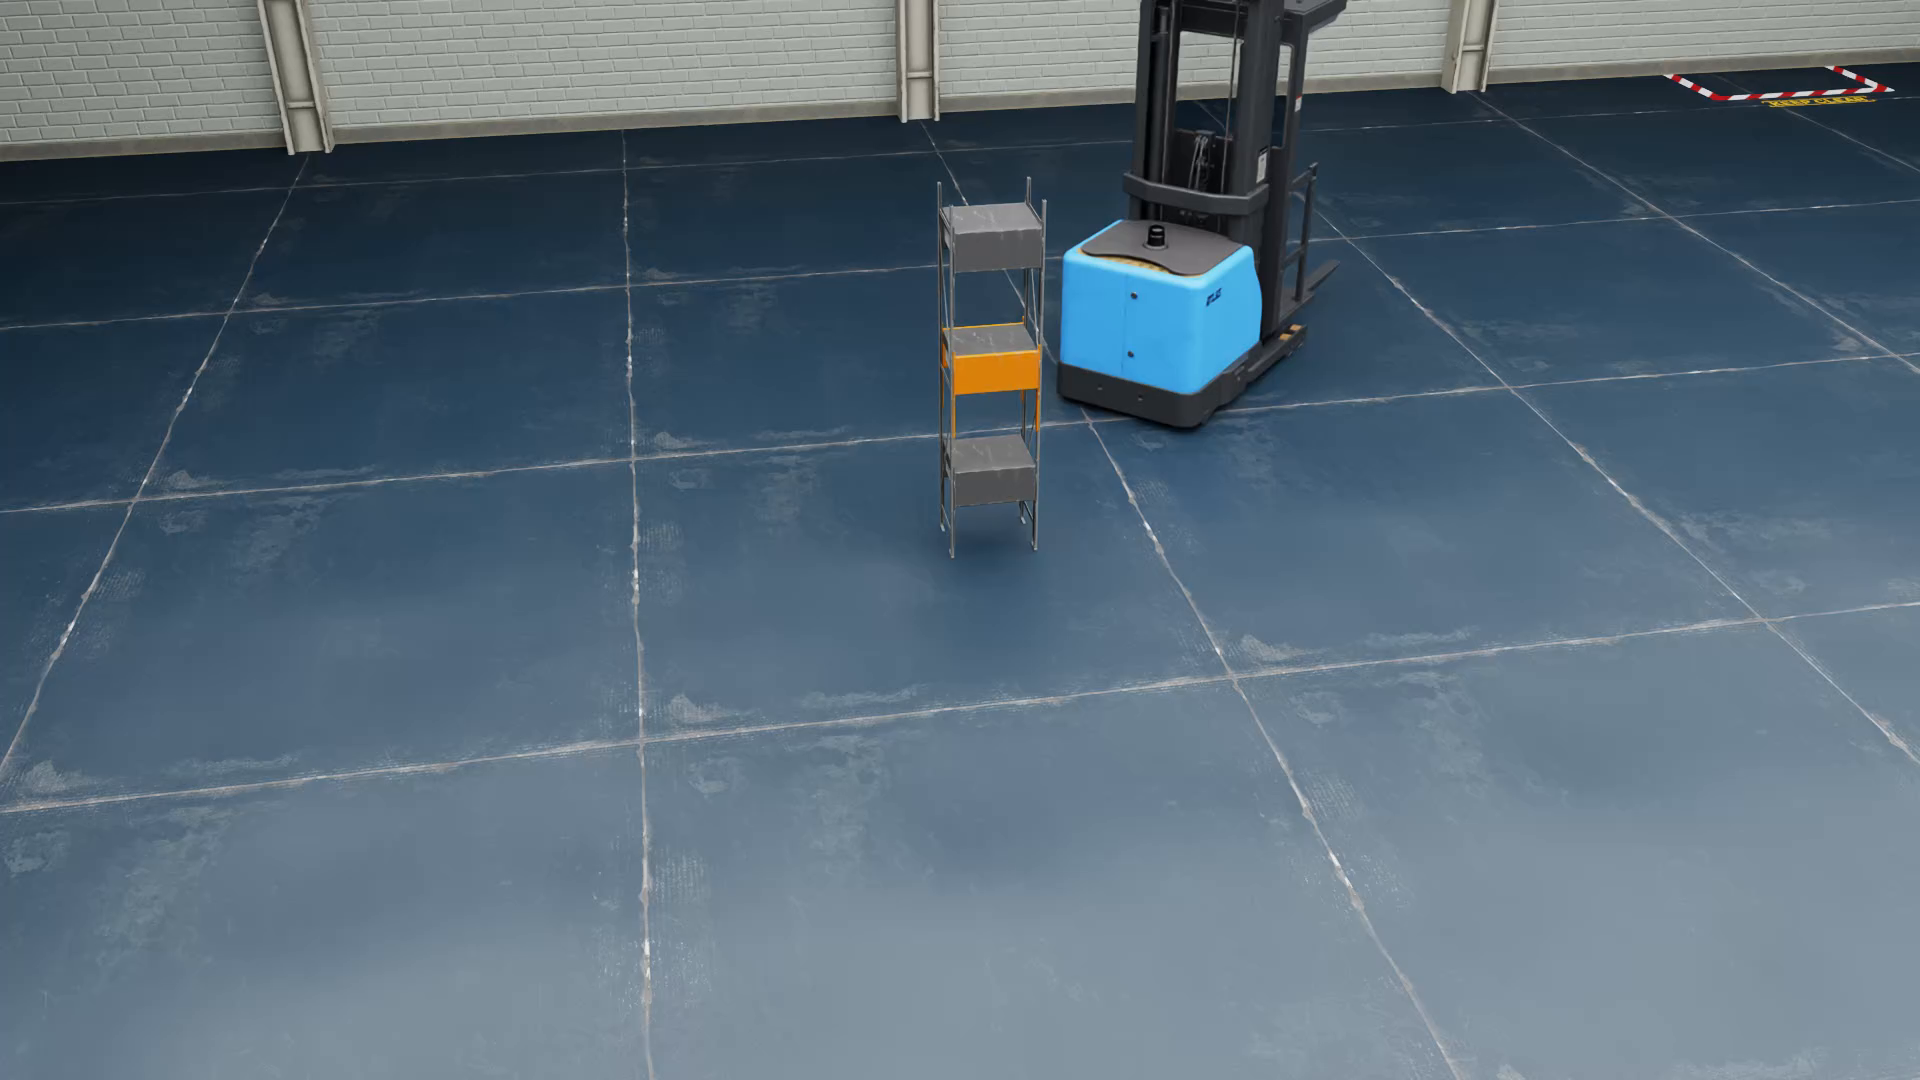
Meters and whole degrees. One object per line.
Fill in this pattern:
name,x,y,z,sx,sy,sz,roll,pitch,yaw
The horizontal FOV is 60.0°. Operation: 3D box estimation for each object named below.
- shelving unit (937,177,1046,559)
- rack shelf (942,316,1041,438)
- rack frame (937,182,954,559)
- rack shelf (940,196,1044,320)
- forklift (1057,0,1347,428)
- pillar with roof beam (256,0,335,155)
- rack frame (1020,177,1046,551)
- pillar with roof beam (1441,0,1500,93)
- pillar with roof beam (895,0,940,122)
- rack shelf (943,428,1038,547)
shelving unit,0.163,-0.920,9.243,0.503,2.100,0.431,-5,31,-9
rack shelf,0.163,-0.908,9.250,0.480,0.518,0.431,-5,31,-9
rack frame,-0.077,-0.898,9.206,0.015,2.100,0.400,-5,31,-9
rack shelf,0.163,-1.512,8.896,0.480,0.518,0.431,-5,31,-9
forklift,1.879,-2.703,11.455,1.130,2.935,3.031,18,35,28
pillar with roof beam,-5.557,-5.553,10.316,0.400,9.000,9.100,-5,31,-9
rack frame,0.403,-0.943,9.281,0.015,2.100,0.400,-5,31,-9
pillar with roof beam,6.247,-6.649,12.180,0.400,9.000,9.100,-5,31,-9
pillar with roof beam,0.345,-6.101,11.248,0.400,9.000,9.100,-5,31,-9
rack shelf,0.163,-0.305,9.605,0.480,0.518,0.431,-5,31,-9
